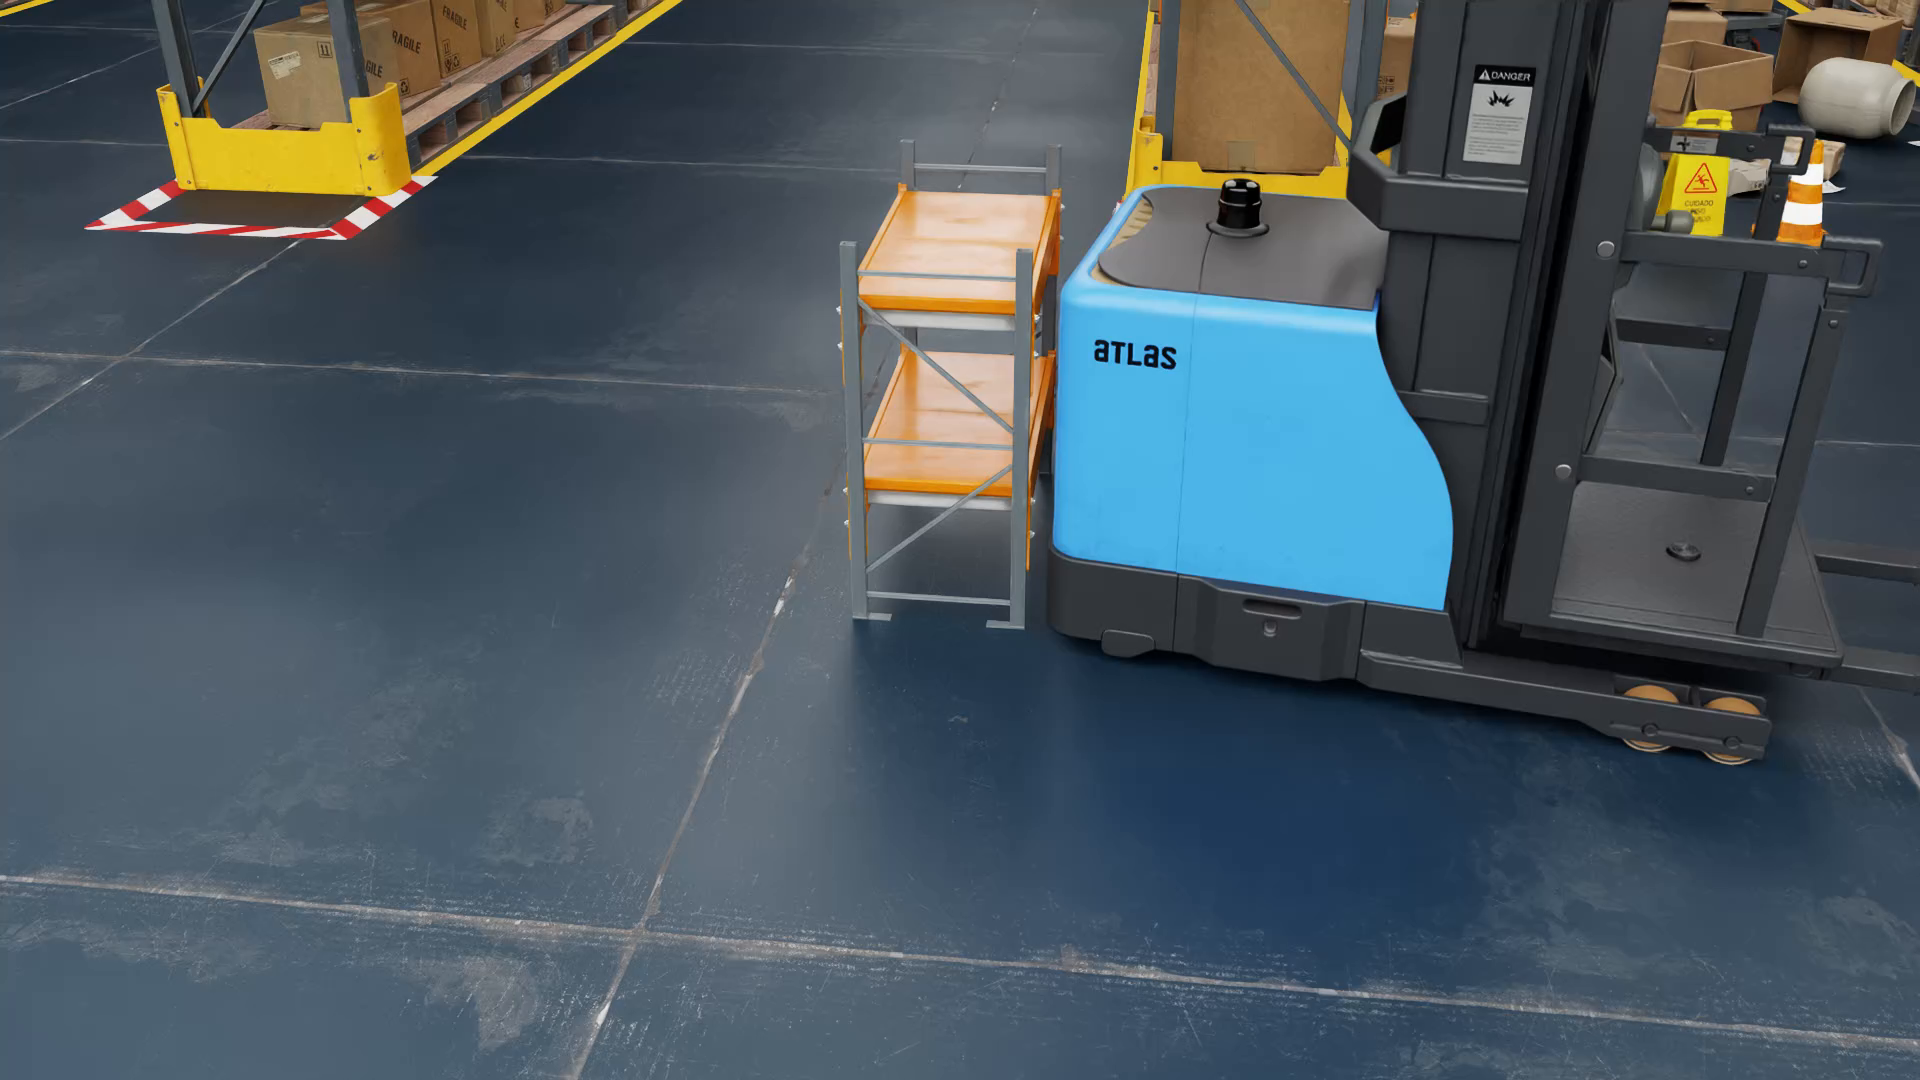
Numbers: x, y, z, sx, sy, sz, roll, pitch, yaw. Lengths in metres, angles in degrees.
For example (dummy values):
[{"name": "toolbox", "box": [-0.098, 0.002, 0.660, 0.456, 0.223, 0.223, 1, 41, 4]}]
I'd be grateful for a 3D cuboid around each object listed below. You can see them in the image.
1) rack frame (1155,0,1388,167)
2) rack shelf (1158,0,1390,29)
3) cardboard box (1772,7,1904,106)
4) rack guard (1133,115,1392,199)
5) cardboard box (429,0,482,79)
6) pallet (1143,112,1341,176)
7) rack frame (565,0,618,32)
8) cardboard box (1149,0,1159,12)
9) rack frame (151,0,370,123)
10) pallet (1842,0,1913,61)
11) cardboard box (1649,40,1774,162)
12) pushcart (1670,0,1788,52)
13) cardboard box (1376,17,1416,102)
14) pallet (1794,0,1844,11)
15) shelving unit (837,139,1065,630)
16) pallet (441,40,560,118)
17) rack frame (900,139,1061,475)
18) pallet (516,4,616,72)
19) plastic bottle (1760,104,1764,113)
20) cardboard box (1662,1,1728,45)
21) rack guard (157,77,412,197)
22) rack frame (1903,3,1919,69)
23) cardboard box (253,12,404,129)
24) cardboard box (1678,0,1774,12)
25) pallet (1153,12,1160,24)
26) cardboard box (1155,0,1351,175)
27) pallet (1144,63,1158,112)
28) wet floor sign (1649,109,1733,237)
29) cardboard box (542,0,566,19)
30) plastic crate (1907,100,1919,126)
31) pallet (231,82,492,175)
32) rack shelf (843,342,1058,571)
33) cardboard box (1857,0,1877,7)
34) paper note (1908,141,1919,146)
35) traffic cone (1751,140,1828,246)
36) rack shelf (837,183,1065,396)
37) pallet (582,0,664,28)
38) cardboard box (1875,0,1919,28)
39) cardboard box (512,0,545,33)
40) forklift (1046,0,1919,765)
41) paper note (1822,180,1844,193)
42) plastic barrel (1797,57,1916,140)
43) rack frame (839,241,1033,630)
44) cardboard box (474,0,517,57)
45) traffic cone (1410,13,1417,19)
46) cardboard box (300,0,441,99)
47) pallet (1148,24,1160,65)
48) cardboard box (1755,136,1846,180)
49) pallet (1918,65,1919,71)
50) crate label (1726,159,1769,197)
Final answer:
[{"name": "rack frame", "box": [1.418, -2.819, 7.320, 1.000, 3.000, 0.127, 3, 28, 6]}, {"name": "rack shelf", "box": [1.664, -3.444, 9.238, 1.077, 0.370, 4.000, 3, 28, 6]}, {"name": "cardboard box", "box": [5.352, -2.937, 10.172, 0.500, 0.500, 0.500, -24, 36, -37]}, {"name": "rack guard", "box": [1.416, -1.707, 7.892, 1.175, 0.500, 0.348, 3, 28, 6]}, {"name": "cardboard box", "box": [-3.264, -3.109, 10.051, 0.500, 0.500, 0.500, 6, 29, 11]}, {"name": "pallet", "box": [1.439, -1.972, 8.688, 1.003, 0.211, 1.213, 3, 28, 6]}, {"name": "rack frame", "box": [-3.002, -5.038, 11.438, 1.000, 3.000, 0.127, 3, 28, 6]}, {"name": "cardboard box", "box": [1.895, -4.194, 11.801, 1.050, 0.750, 0.750, 3, 28, 6]}, {"name": "rack frame", "box": [-3.492, -3.155, 7.943, 1.000, 3.000, 0.127, 3, 28, 6]}, {"name": "pallet", "box": [6.928, -3.601, 11.711, 1.003, 0.211, 1.213, 3, 28, 6]}, {"name": "cardboard box", "box": [4.046, -2.454, 9.274, 0.797, 0.503, 0.637, -17, 33, -29]}, {"name": "pushcart", "box": [4.565, -3.416, 11.193, 1.648, 0.377, 0.936, -6, 29, -11]}, {"name": "cardboard box", "box": [2.737, -2.812, 9.940, 0.500, 0.500, 0.500, 8, 29, 15]}, {"name": "pallet", "box": [7.075, -4.177, 12.780, 1.003, 0.211, 1.213, 3, 28, 6]}, {"name": "shelving unit", "box": [0.001, -0.498, 4.989, 0.538, 1.125, 1.048, 3, 28, 6]}, {"name": "pallet", "box": [-3.196, -2.916, 10.440, 1.003, 0.211, 1.213, 3, 28, 6]}, {"name": "rack frame", "box": [0.063, -0.738, 5.433, 0.500, 1.125, 0.032, 3, 28, 6]}, {"name": "pallet", "box": [-3.049, -3.492, 11.509, 1.003, 0.211, 1.213, 3, 28, 6]}, {"name": "plastic bottle", "box": [4.814, -2.670, 10.141, 0.133, 0.061, 0.283, 8, 29, 15]}, {"name": "cardboard box", "box": [4.153, -2.954, 10.060, 0.797, 0.637, 0.503, 3, 28, 6]}, {"name": "rack guard", "box": [-3.482, -2.090, 8.602, 1.175, 0.500, 0.348, 3, 28, 6]}, {"name": "rack frame", "box": [6.834, -4.462, 10.369, 1.000, 3.000, 0.127, 3, 28, 6]}, {"name": "cardboard box", "box": [-3.399, -2.532, 8.980, 0.500, 0.500, 0.500, 9, 30, 16]}, {"name": "cardboard box", "box": [5.063, -3.784, 10.948, 0.500, 0.500, 0.500, 3, 28, 6]}, {"name": "pallet", "box": [1.928, -3.842, 12.158, 1.003, 0.211, 1.213, 3, 28, 6]}, {"name": "cardboard box", "box": [1.436, -2.391, 8.324, 0.875, 0.875, 0.875, 4, 29, 6]}, {"name": "pallet", "box": [1.591, -2.545, 9.751, 1.003, 0.211, 1.213, 3, 28, 6]}, {"name": "wet floor sign", "box": [3.380, -1.654, 7.639, 0.267, 0.644, 0.232, -1, 28, -3]}, {"name": "cardboard box", "box": [-3.090, -3.936, 11.586, 0.500, 0.500, 0.500, 3, 28, 5]}, {"name": "plastic crate", "box": [5.827, -2.485, 9.778, 0.402, 0.080, 0.583, -6, 29, -11]}, {"name": "pallet", "box": [-3.348, -2.343, 9.377, 1.003, 0.211, 1.213, 3, 28, 6]}, {"name": "rack shelf", "box": [0.001, -0.283, 5.105, 0.538, 0.278, 1.000, 3, 28, 6]}, {"name": "cardboard box", "box": [6.980, -4.075, 11.980, 0.950, 0.372, 0.625, 5, 29, 9]}, {"name": "paper note", "box": [5.451, -2.237, 9.370, 0.142, 0.019, 0.148, -6, 29, -11]}, {"name": "traffic cone", "box": [3.973, -1.644, 7.813, 0.336, 0.463, 0.334, 3, 28, 6]}, {"name": "rack shelf", "box": [0.001, -0.756, 4.850, 0.538, 0.278, 1.000, 3, 28, 6]}, {"name": "pallet", "box": [-2.908, -4.177, 12.780, 1.003, 0.211, 1.213, 3, 28, 6]}, {"name": "cardboard box", "box": [6.895, -3.737, 11.351, 0.950, 0.372, 0.625, 4, 29, 7]}, {"name": "cardboard box", "box": [-3.153, -3.666, 11.085, 0.500, 0.500, 0.500, 13, 31, 22]}, {"name": "forklift", "box": [1.817, -1.005, 4.026, 3.031, 2.935, 1.130, 8, 29, 15]}, {"name": "paper note", "box": [4.484, -1.832, 8.619, 0.148, 0.019, 0.142, -6, 29, -11]}, {"name": "plastic barrel", "box": [5.094, -2.505, 9.453, 0.421, 0.421, 0.512, -24, 36, -37]}, {"name": "rack frame", "box": [-0.061, -0.259, 4.545, 0.500, 1.125, 0.032, 3, 28, 6]}, {"name": "cardboard box", "box": [-3.151, -3.369, 10.534, 0.500, 0.500, 0.500, 1, 28, 2]}, {"name": "traffic cone", "box": [3.572, -4.128, 12.425, 0.336, 0.463, 0.334, 3, 28, 6]}, {"name": "cardboard box", "box": [-3.359, -2.816, 9.506, 0.500, 0.500, 0.500, 11, 30, 19]}, {"name": "pallet", "box": [1.738, -3.121, 10.820, 1.003, 0.211, 1.213, 3, 28, 6]}, {"name": "cardboard box", "box": [4.499, -2.058, 8.913, 0.380, 0.149, 0.250, 20, 34, 32]}, {"name": "pallet", "box": [6.786, -2.916, 10.440, 1.003, 0.211, 1.213, 3, 28, 6]}, {"name": "crate label", "box": [4.007, -1.874, 8.584, 0.250, 0.136, 0.298, -11, 30, -20]}]
